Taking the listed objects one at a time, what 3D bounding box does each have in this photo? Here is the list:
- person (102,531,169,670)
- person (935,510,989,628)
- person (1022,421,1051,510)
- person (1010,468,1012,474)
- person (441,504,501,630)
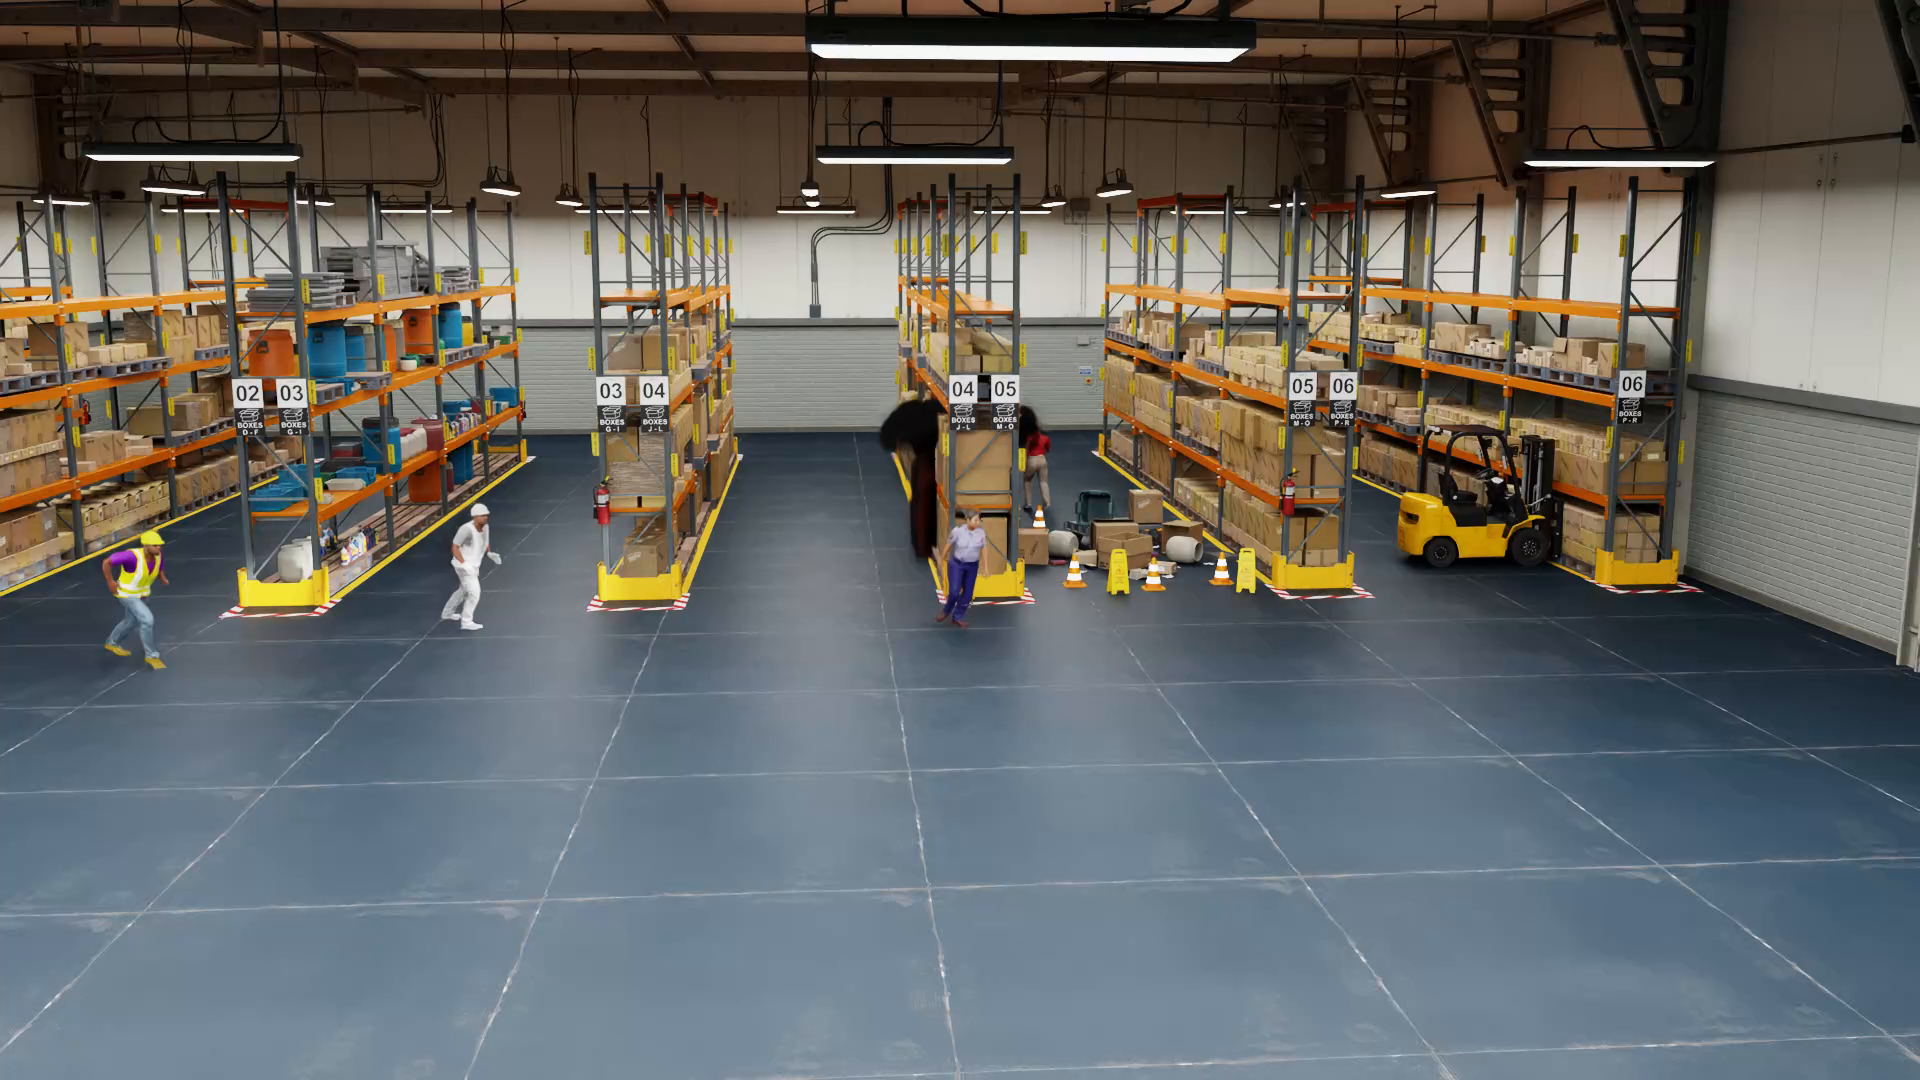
[{"bbox_3d":[-9.939,0.723,19.963,1.046,1.717,0.752,4,11,21],"label":"person"},{"bbox_3d":[0.028,0.384,22.012,0.649,1.600,0.539,-4,11,-23],"label":"person"},{"bbox_3d":[1.462,-1.408,31.774,0.673,1.699,1.011,-3,10,-16],"label":"person"},{"bbox_3d":[1.070,-2.247,36.428,0.661,1.740,0.901,-4,11,-22],"label":"person"},{"bbox_3d":[-6.523,0.340,21.932,0.874,1.693,0.702,1,10,7],"label":"person"}]
